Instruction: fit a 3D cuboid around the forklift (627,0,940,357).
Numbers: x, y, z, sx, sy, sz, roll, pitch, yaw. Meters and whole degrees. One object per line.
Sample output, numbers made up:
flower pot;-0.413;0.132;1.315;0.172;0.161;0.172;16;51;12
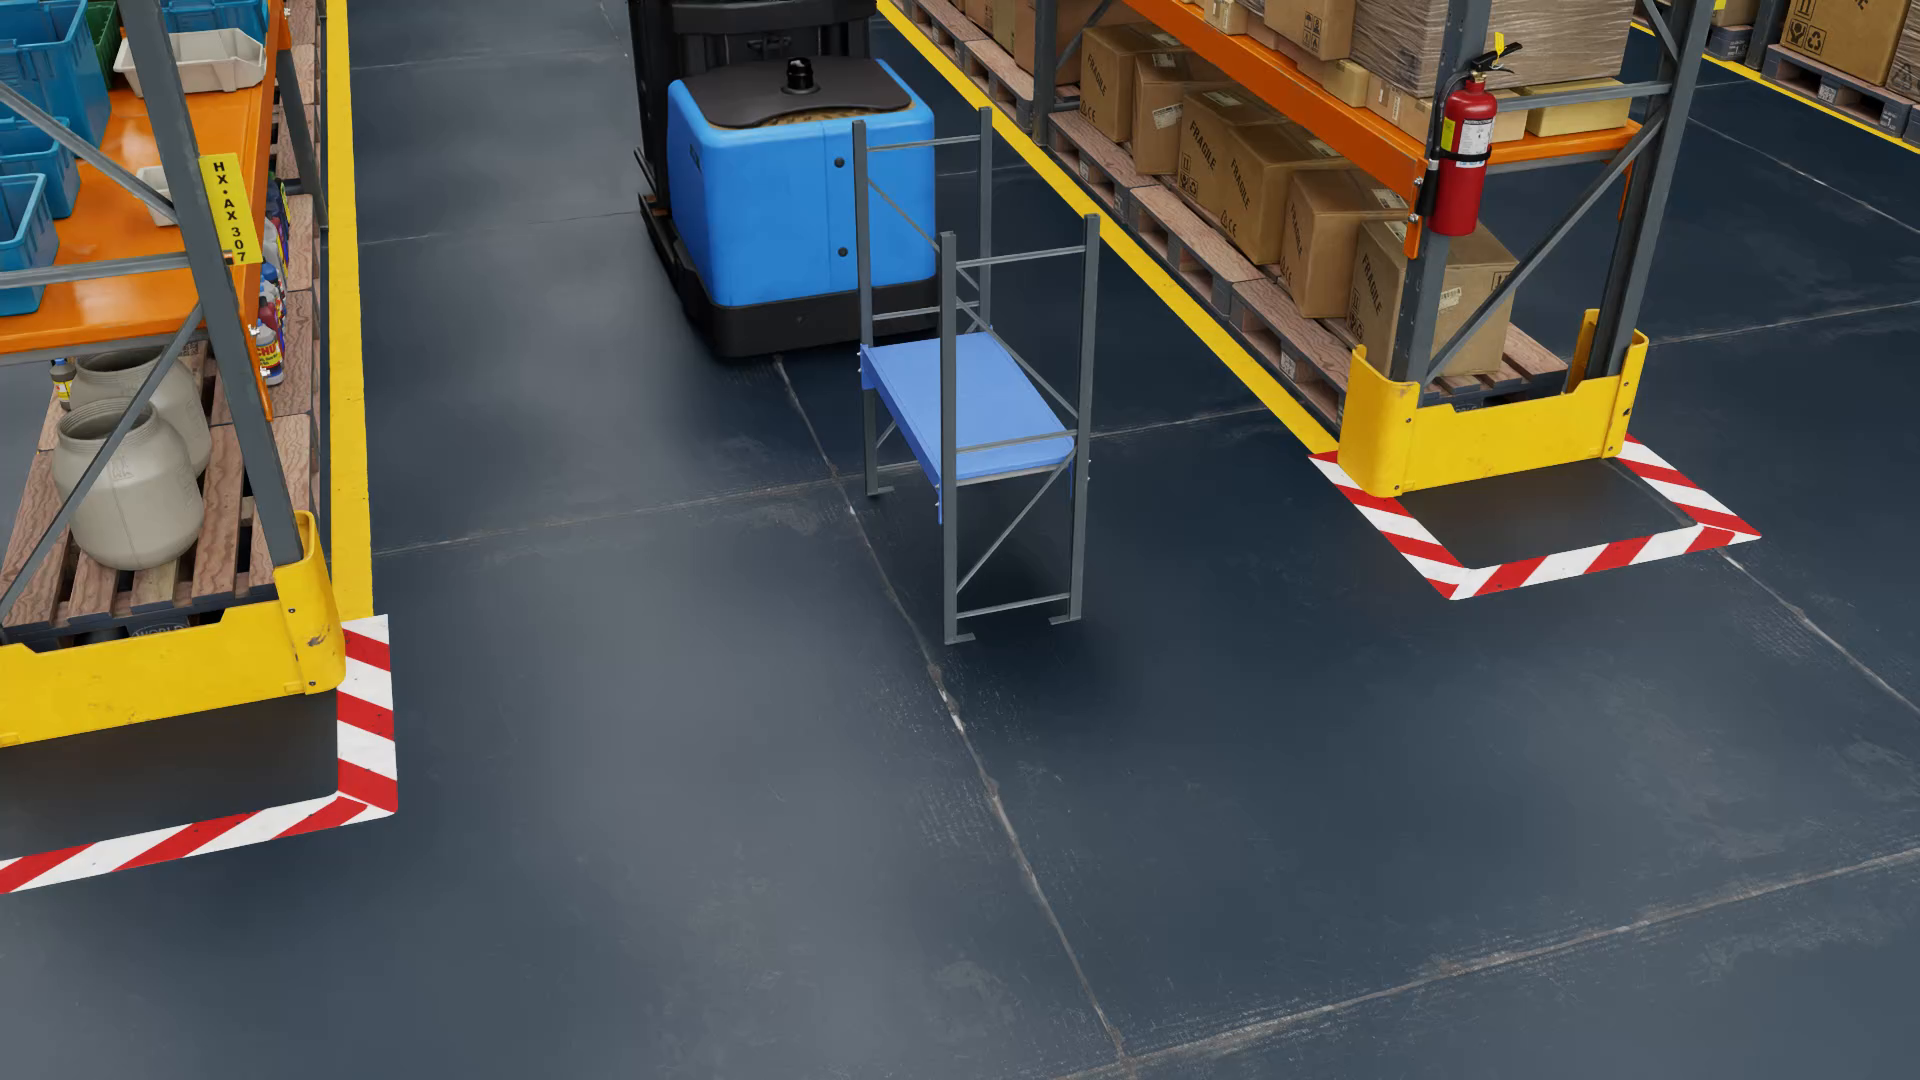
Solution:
forklift;-1.049;-2.836;7.884;1.130;2.935;3.031;-11;35;-16

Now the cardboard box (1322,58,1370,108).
cardboard box;1.654;-1.820;6.511;0.380;0.149;0.250;-10;35;-15

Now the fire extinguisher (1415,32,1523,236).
fire extinguisher;1.735;-1.386;5.697;0.296;0.674;0.183;-10;35;-15

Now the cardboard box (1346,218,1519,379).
cardboard box;1.964;-1.019;6.958;0.500;0.500;0.500;-4;34;-6

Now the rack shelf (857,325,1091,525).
rack shelf;0.026;-0.431;5.868;0.538;0.185;1.000;-10;35;-15

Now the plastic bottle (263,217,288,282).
plastic bottle;-3.170;-1.342;7.563;0.144;0.351;0.185;-10;35;-15

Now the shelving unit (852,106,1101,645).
shelving unit;0.026;-0.581;5.769;0.538;1.500;1.048;-10;35;-15

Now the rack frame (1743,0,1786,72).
rack frame;5.673;-4.437;10.244;1.000;3.000;0.127;-10;35;-15

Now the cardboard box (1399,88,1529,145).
cardboard box;1.855;-1.566;6.127;0.380;0.149;0.250;-10;35;-15

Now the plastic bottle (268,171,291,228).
plastic bottle;-3.337;-1.676;8.131;0.061;0.283;0.133;-8;34;-12

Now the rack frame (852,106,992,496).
rack frame;-0.129;-0.848;6.173;0.500;1.500;0.032;-10;35;-15

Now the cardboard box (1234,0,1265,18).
cardboard box;1.619;-2.527;6.993;0.875;0.500;0.500;-10;35;-15

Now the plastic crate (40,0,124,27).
plastic crate;-3.760;-2.501;7.370;0.767;0.338;0.504;-10;35;-15

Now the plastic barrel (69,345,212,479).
plastic barrel;-3.005;-0.456;6.095;0.421;0.512;0.421;0;33;0

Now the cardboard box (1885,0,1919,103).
cardboard box;6.077;-2.911;9.481;0.875;0.875;0.875;-10;35;-14

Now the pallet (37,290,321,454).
pallet;-3.257;-0.659;7.055;1.003;0.211;1.213;-10;35;-15

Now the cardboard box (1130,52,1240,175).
cardboard box;1.185;-2.272;8.854;0.500;0.500;0.500;0;33;1

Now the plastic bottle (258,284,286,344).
plastic bottle;-2.939;-0.953;7.047;0.097;0.271;0.097;0;33;0

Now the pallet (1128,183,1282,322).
pallet;1.533;-1.504;8.335;1.003;0.211;1.213;-10;35;-15

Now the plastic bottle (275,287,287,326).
plastic bottle;-3.000;-1.028;7.224;0.097;0.201;0.097;0;33;0

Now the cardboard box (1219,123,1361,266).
cardboard box;1.576;-1.659;7.926;0.500;0.500;0.500;-7;34;-10

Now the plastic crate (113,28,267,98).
plastic crate;-3.062;-1.903;6.649;0.530;0.136;0.437;-10;35;-15

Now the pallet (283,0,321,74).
pallet;-4.819;-3.347;11.123;1.003;0.211;1.213;-10;35;-15

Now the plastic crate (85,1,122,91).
plastic crate;-3.653;-1.975;6.710;0.450;0.188;0.662;-10;35;-15

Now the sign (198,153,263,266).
sign;-2.053;-0.929;4.684;0.100;0.325;0.005;-10;35;-15

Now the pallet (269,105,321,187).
pallet;-4.075;-2.066;9.184;1.003;0.211;1.213;-10;35;-15

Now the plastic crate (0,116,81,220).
plastic crate;-3.208;-1.215;5.503;0.499;0.251;0.408;-10;35;-15

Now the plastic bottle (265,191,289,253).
plastic bottle;-3.269;-1.511;7.820;0.144;0.351;0.185;-12;35;-17

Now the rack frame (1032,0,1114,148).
rack frame;0.919;-3.656;9.062;1.000;3.000;0.127;-10;35;-15

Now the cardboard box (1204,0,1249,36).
cardboard box;1.298;-2.336;7.292;0.380;0.149;0.250;-10;35;-15

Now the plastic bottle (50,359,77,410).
plastic bottle;-3.556;-0.630;6.621;0.097;0.201;0.097;0;33;0

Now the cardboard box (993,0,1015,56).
cardboard box;0.624;-3.376;10.507;0.700;0.500;0.500;-10;35;-15

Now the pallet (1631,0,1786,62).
pallet;5.366;-3.666;11.607;1.003;0.211;1.213;-10;35;-15

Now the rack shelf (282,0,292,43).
rack shelf;-4.408;-3.573;9.589;1.077;0.370;4.000;-10;35;-15

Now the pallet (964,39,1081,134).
pallet;0.680;-2.901;10.449;1.003;0.211;1.213;-10;35;-15

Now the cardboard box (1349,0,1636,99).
cardboard box;1.997;-2.015;6.218;0.875;0.500;0.500;-10;35;-15

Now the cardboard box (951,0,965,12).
cardboard box;0.283;-3.963;11.395;0.700;0.500;0.500;-7;34;-11

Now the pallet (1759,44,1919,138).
pallet;5.831;-2.861;10.389;1.003;0.211;1.213;-10;35;-15

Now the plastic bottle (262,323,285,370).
plastic bottle;-2.866;-0.798;6.876;0.097;0.201;0.097;0;33;0

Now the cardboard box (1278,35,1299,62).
cardboard box;1.556;-2.092;6.923;0.380;0.149;0.250;-10;35;-15

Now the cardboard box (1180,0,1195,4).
cardboard box;1.168;-2.603;7.696;0.380;0.149;0.250;-10;35;-15

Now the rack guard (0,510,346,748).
rack guard;-2.646;0.288;5.361;1.175;0.500;0.348;-10;35;-15

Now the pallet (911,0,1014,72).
pallet;0.304;-3.543;11.420;1.003;0.211;1.213;-10;35;-15

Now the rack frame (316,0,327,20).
rack frame;-5.018;-4.923;10.980;1.000;3.000;0.127;-10;35;-15

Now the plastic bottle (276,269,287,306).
plastic bottle;-3.062;-1.136;7.387;0.097;0.201;0.097;0;33;0
